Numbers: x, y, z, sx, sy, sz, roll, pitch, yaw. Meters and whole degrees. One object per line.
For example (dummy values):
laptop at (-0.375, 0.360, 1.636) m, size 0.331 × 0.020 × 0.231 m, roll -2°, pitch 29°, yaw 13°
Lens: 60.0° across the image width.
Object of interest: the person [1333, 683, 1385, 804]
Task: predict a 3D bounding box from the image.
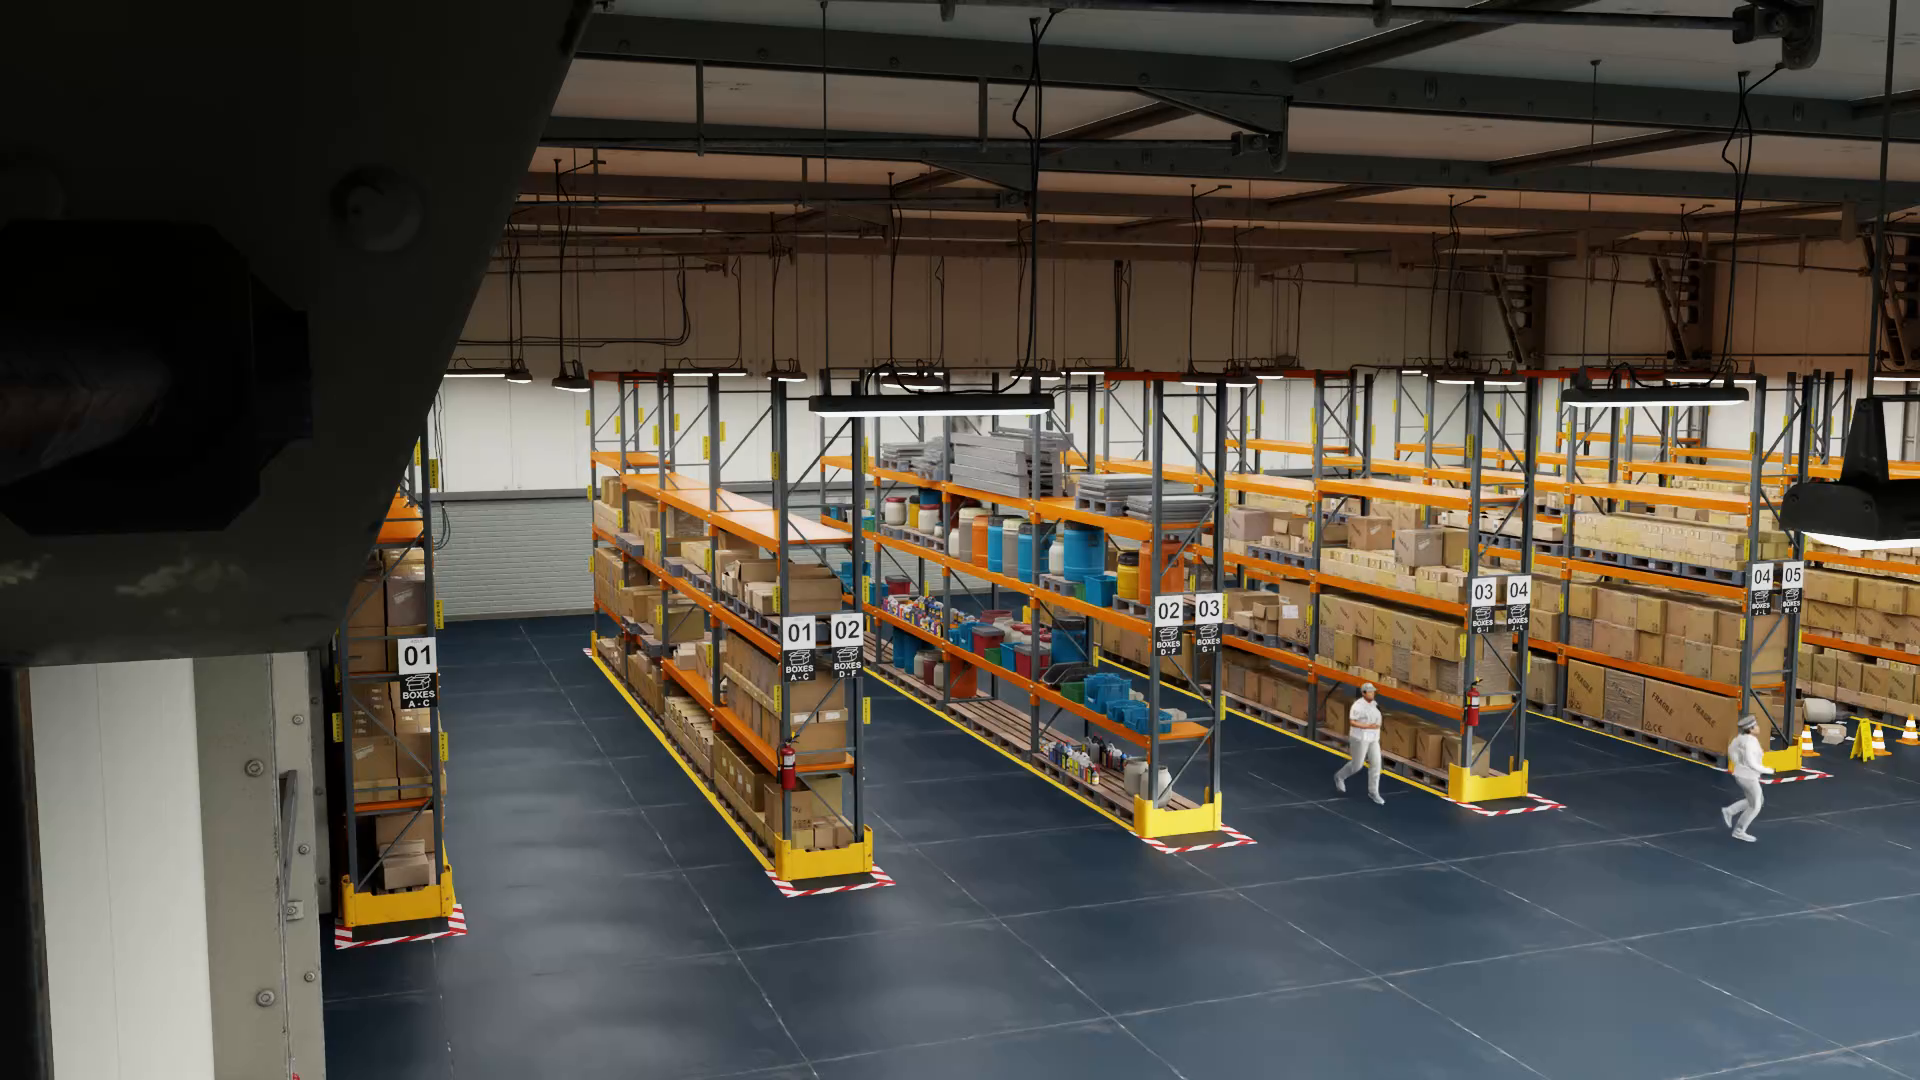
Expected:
person at (5.757, 2.860, 23.743) m, size 0.655 × 1.680 × 0.846 m, roll -5°, pitch 8°, yaw -36°

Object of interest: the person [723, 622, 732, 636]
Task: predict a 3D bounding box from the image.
person at (-4.555, 1.734, 33.445) m, size 0.654 × 1.748 × 0.536 m, roll -3°, pitch 7°, yaw -27°

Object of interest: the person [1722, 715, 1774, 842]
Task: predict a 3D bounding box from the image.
person at (10.305, 3.096, 21.688) m, size 0.524 × 1.659 × 0.658 m, roll 1°, pitch 6°, yaw 10°

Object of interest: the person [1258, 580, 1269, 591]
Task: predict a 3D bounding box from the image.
person at (7.618, 0.847, 41.473) m, size 0.723 × 1.733 × 0.889 m, roll -5°, pitch 8°, yaw -38°
